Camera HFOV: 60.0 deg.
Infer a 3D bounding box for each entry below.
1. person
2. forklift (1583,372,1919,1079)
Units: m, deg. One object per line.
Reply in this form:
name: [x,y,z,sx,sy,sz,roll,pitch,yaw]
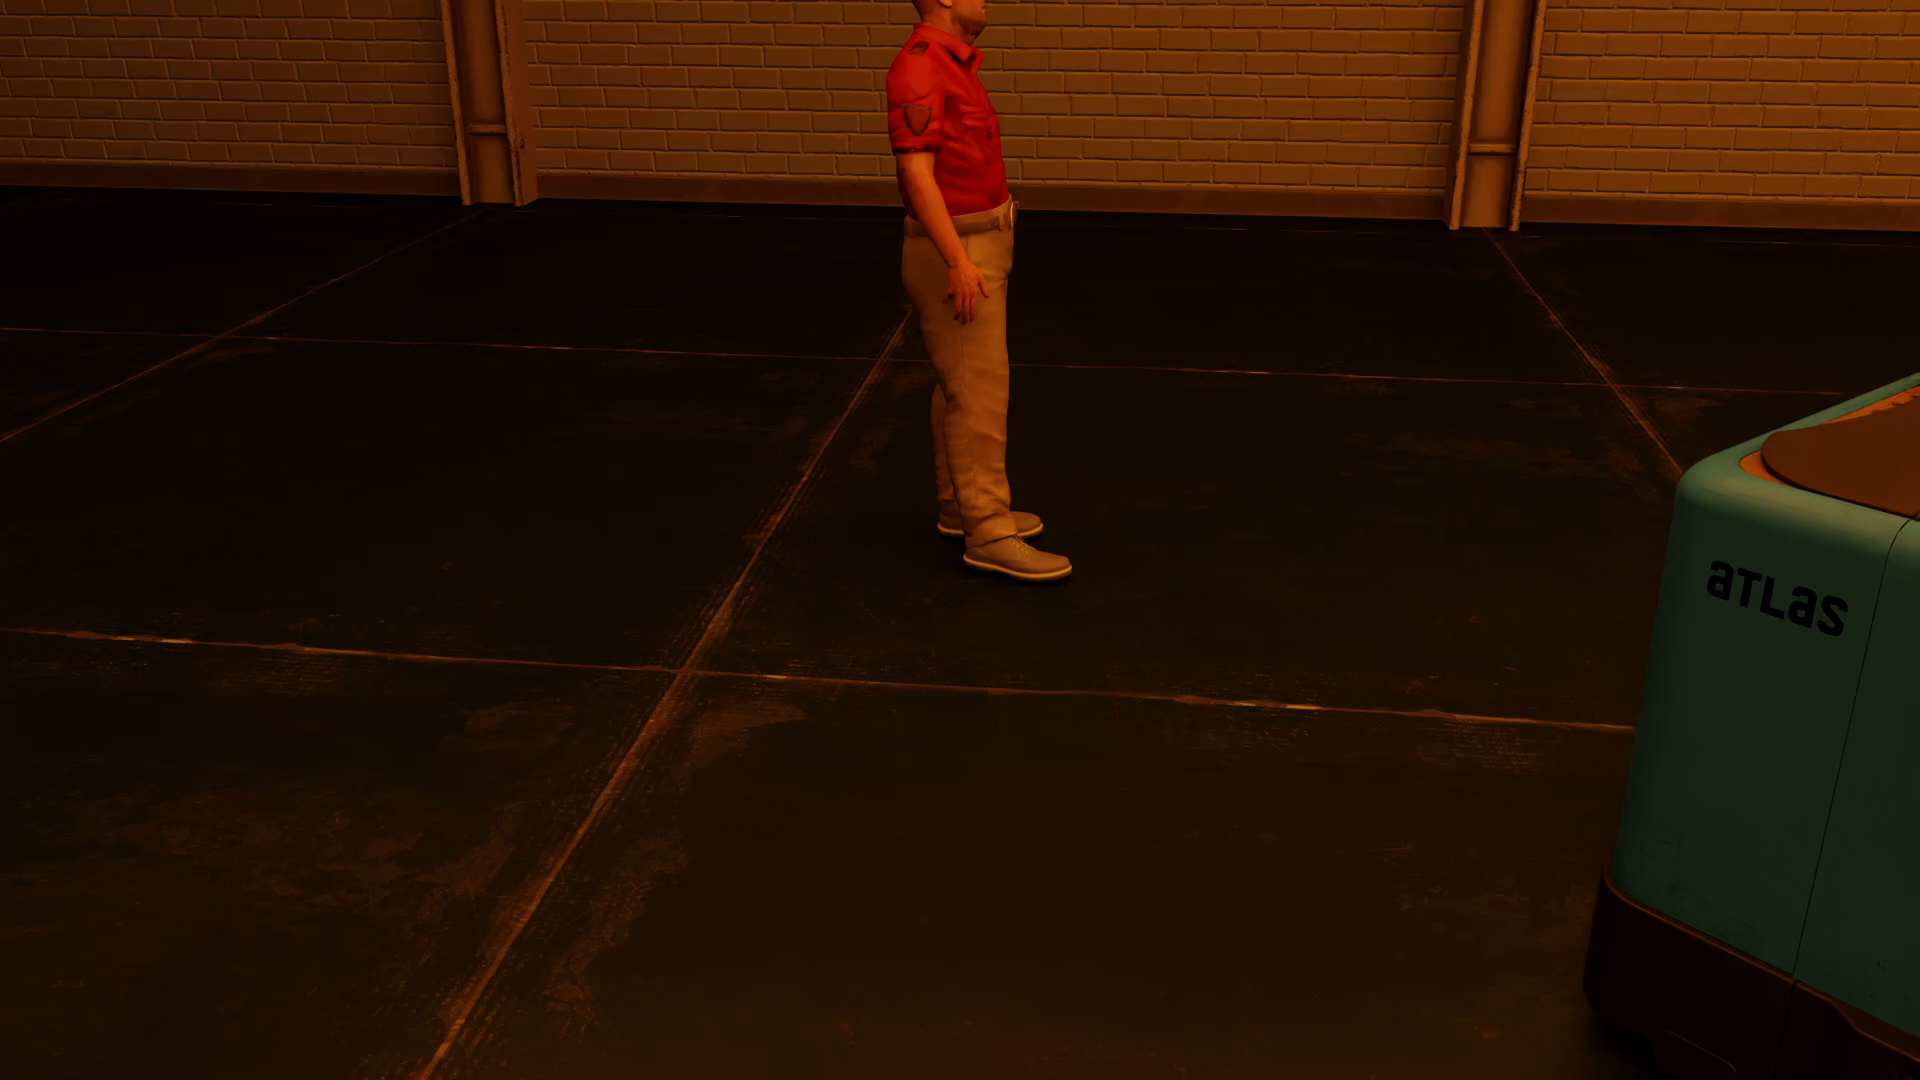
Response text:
person: [0.088,-0.800,4.830,0.550,1.727,0.642,3,22,7]
forklift: [2.433,-0.168,1.670,1.130,2.935,3.031,-17,27,-36]
